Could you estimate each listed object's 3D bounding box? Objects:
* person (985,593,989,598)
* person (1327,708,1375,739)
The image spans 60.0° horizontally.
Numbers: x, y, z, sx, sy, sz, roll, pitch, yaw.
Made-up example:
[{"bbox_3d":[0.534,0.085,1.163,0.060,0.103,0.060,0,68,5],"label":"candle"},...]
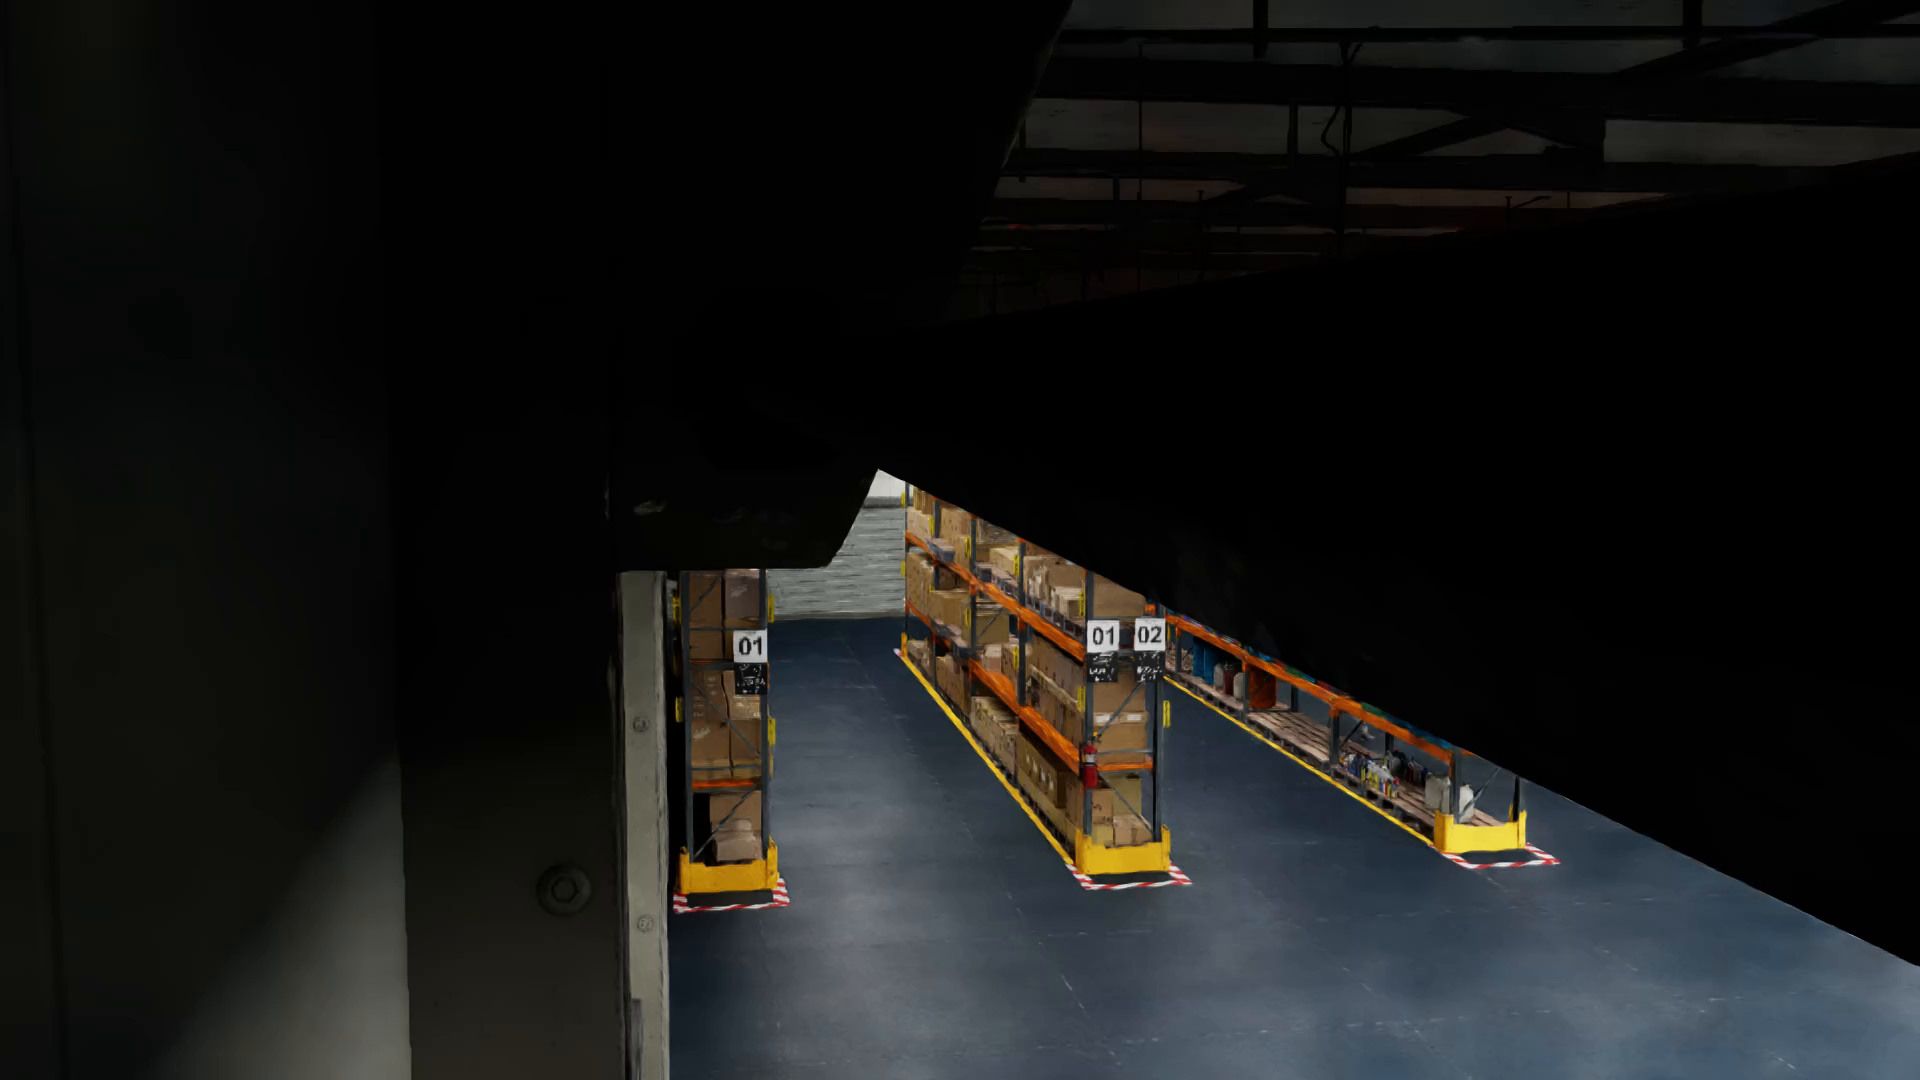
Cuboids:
[{"bbox_3d":[0.497,1.328,40.550,0.447,1.574,1.088,-1,6,-8],"label":"person"},{"bbox_3d":[6.638,2.527,28.351,0.535,1.708,1.036,-2,6,-19],"label":"person"}]
